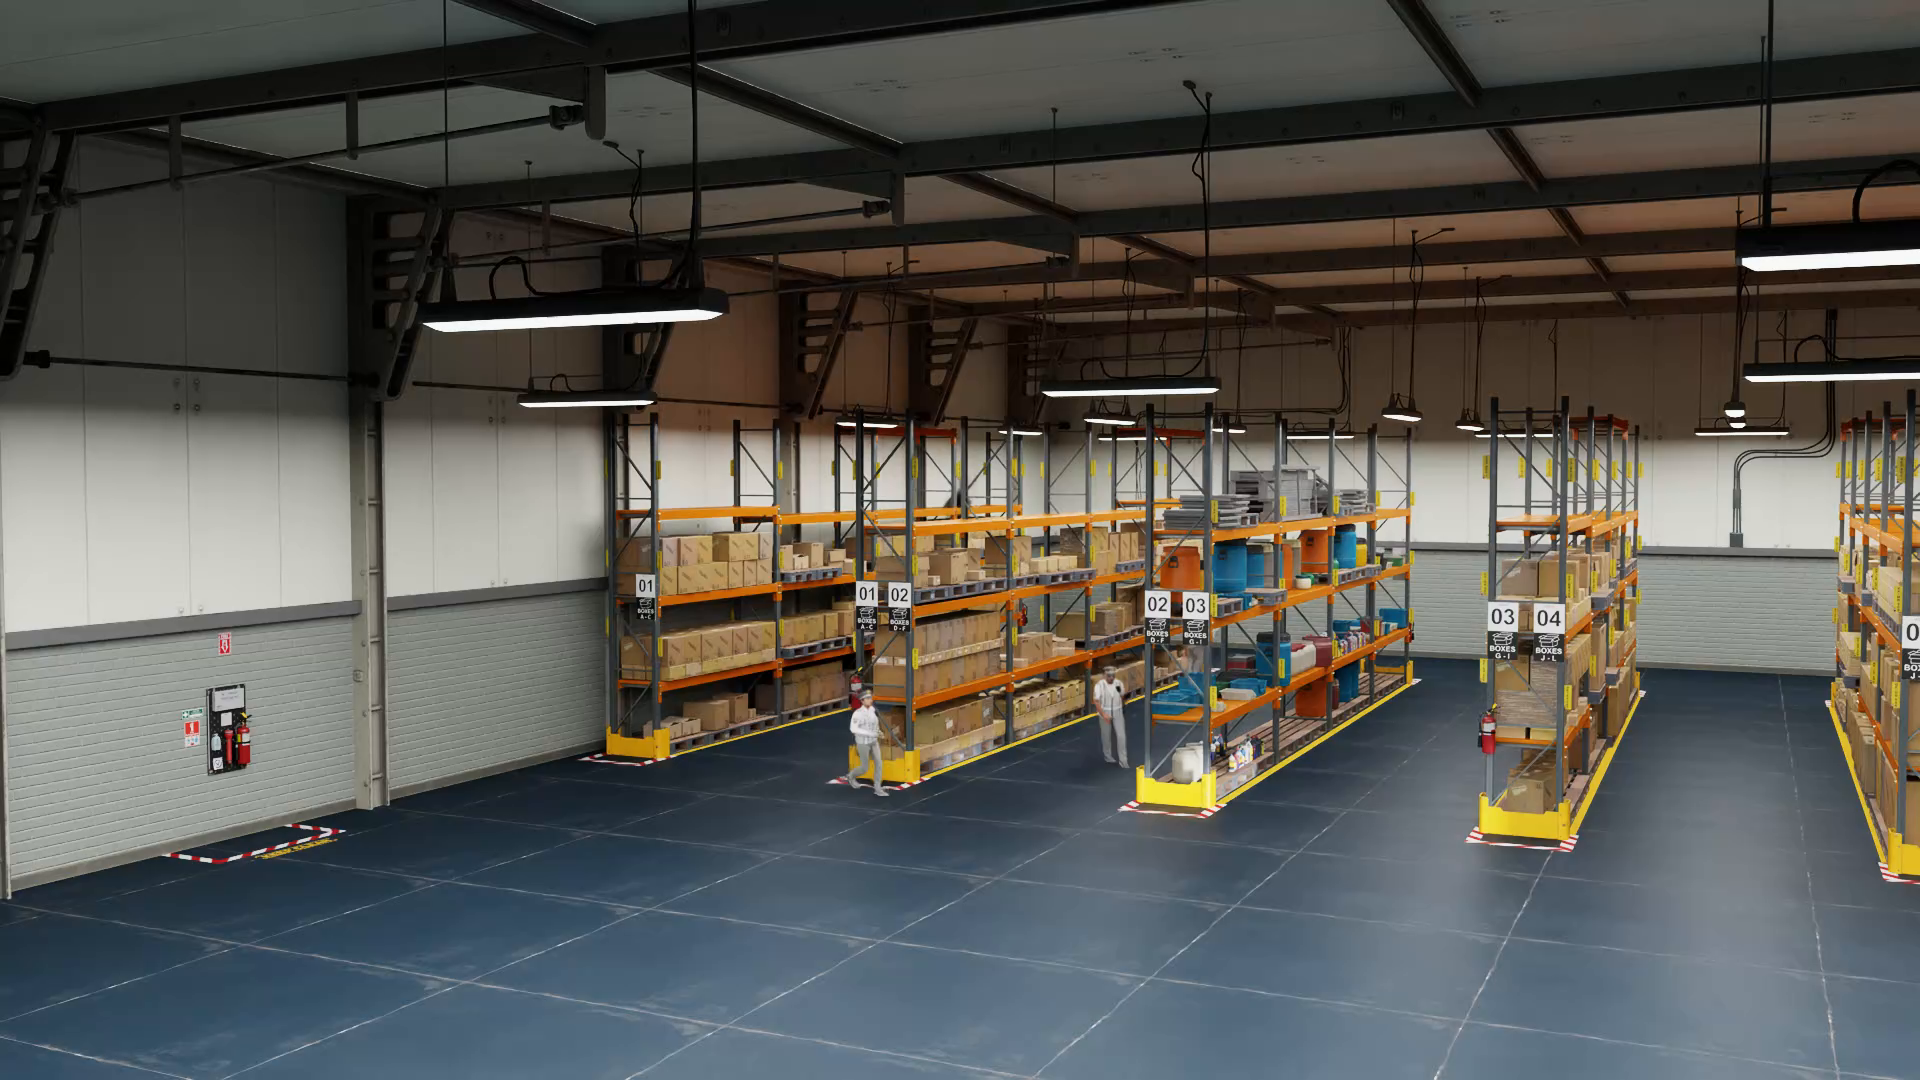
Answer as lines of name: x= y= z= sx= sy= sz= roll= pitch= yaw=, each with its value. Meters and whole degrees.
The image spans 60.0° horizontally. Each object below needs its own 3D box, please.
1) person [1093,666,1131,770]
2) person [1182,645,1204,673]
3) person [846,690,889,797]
person: x=2.556 y=3.000 z=28.123 sx=0.619 sy=1.777 sz=0.819 roll=0 pitch=2 yaw=0
person: x=5.272 y=2.695 z=37.064 sx=0.581 sy=1.508 sz=0.813 roll=2 pitch=3 yaw=32
person: x=-1.476 y=3.107 z=25.552 sx=0.840 sy=1.658 sz=0.659 roll=2 pitch=3 yaw=39
